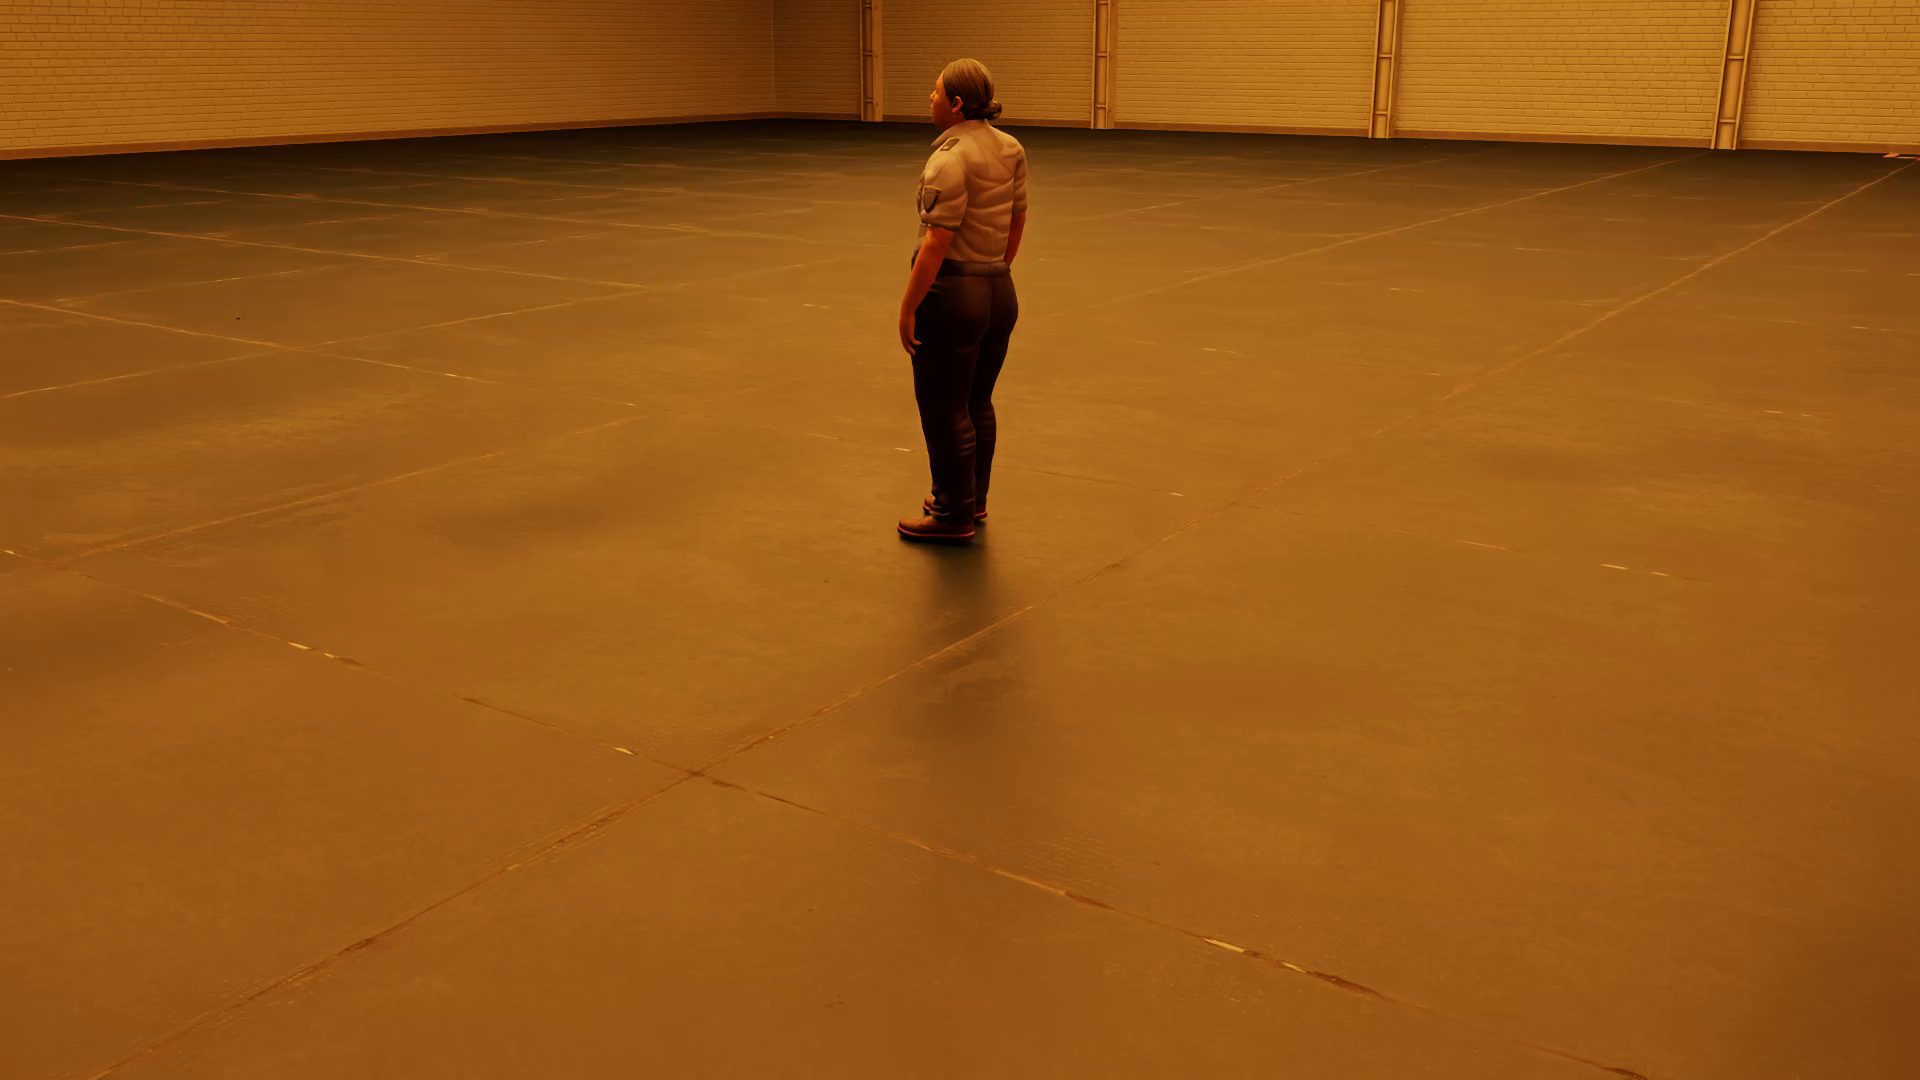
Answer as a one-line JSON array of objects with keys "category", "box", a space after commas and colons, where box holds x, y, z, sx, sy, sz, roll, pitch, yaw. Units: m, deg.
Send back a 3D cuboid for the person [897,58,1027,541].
[{"category": "person", "box": [-0.061, -0.816, 5.778, 0.502, 1.651, 0.598, 11, 20, 33]}]
